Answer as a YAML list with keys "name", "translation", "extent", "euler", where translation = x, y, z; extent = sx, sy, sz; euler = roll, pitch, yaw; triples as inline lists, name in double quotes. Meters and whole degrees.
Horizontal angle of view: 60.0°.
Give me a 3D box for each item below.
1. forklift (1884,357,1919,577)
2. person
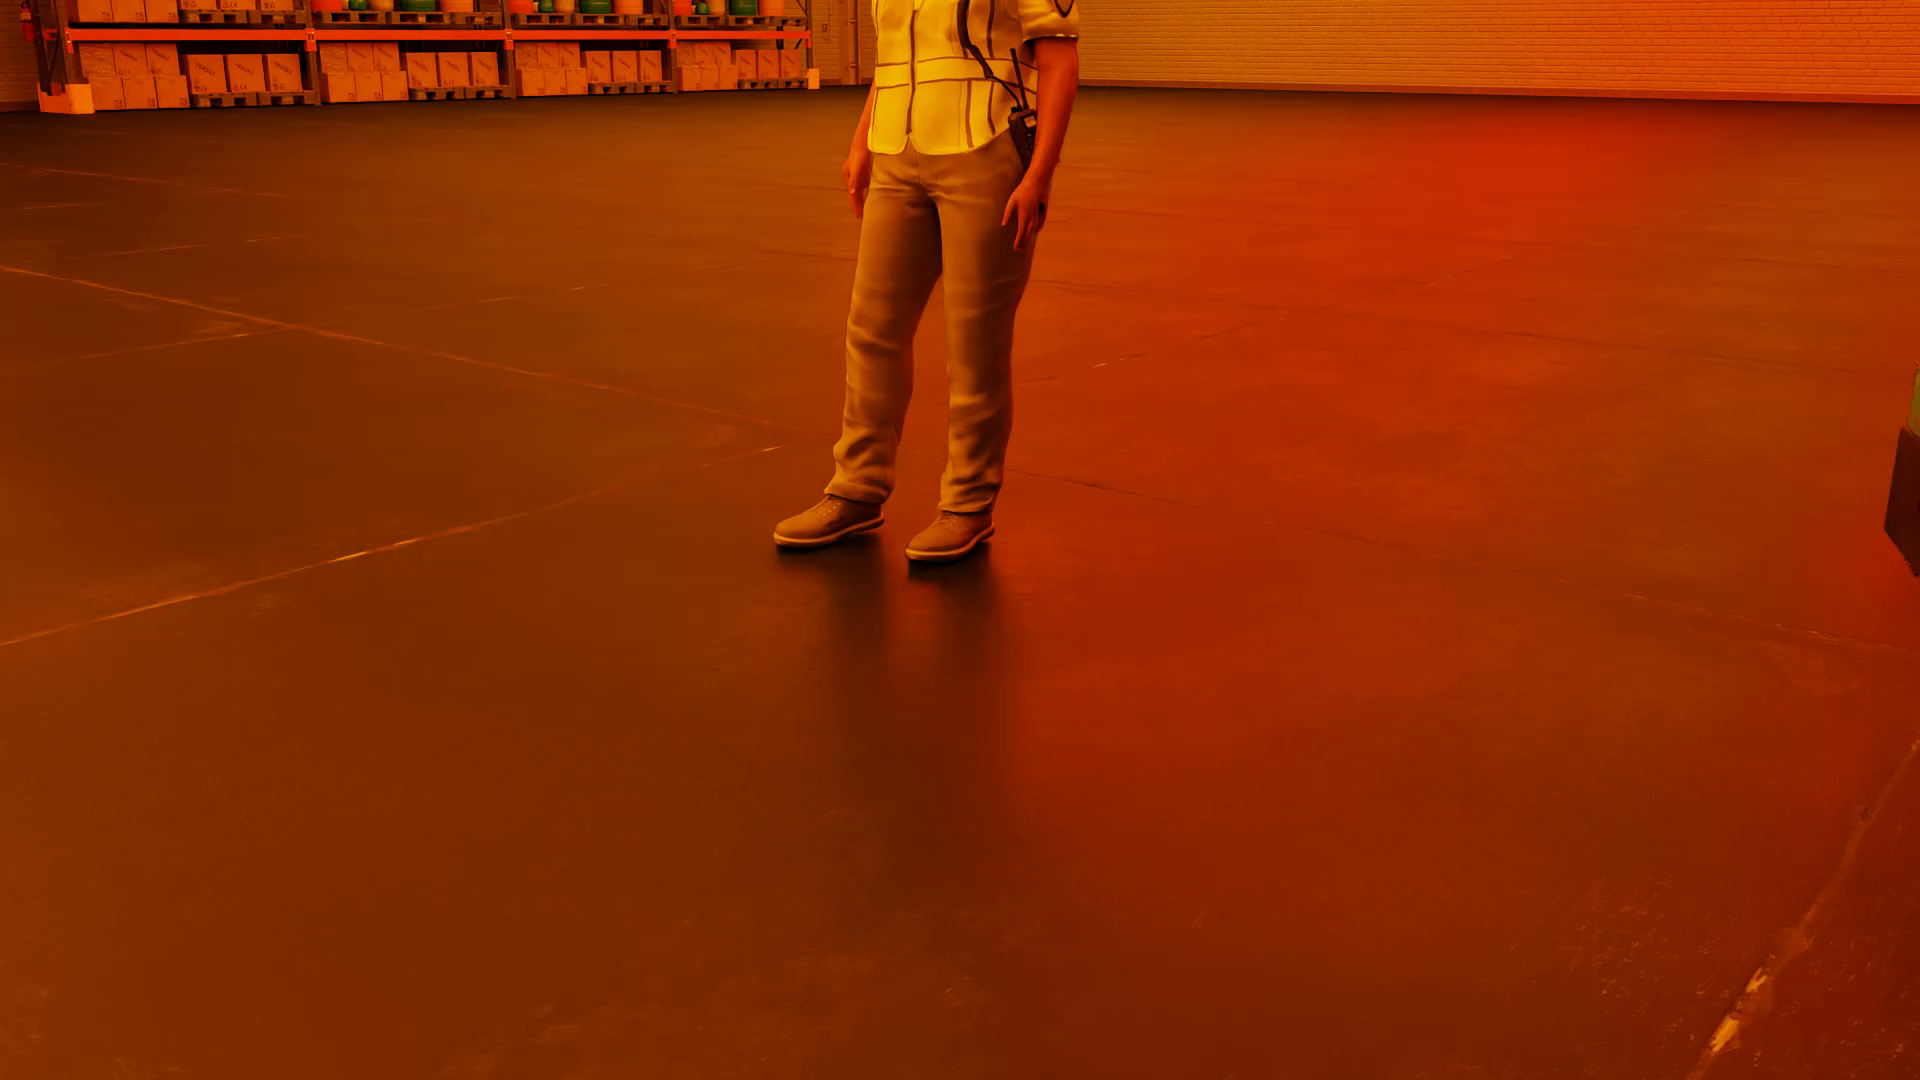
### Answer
- name: "forklift"
  translation: [3.408, -1.105, 2.536]
  extent: [3.031, 2.935, 1.130]
  euler: [5, 18, 17]
- name: "person"
  translation: [-0.066, -0.792, 3.655]
  extent: [0.598, 1.670, 0.529]
  euler: [13, 21, 37]
